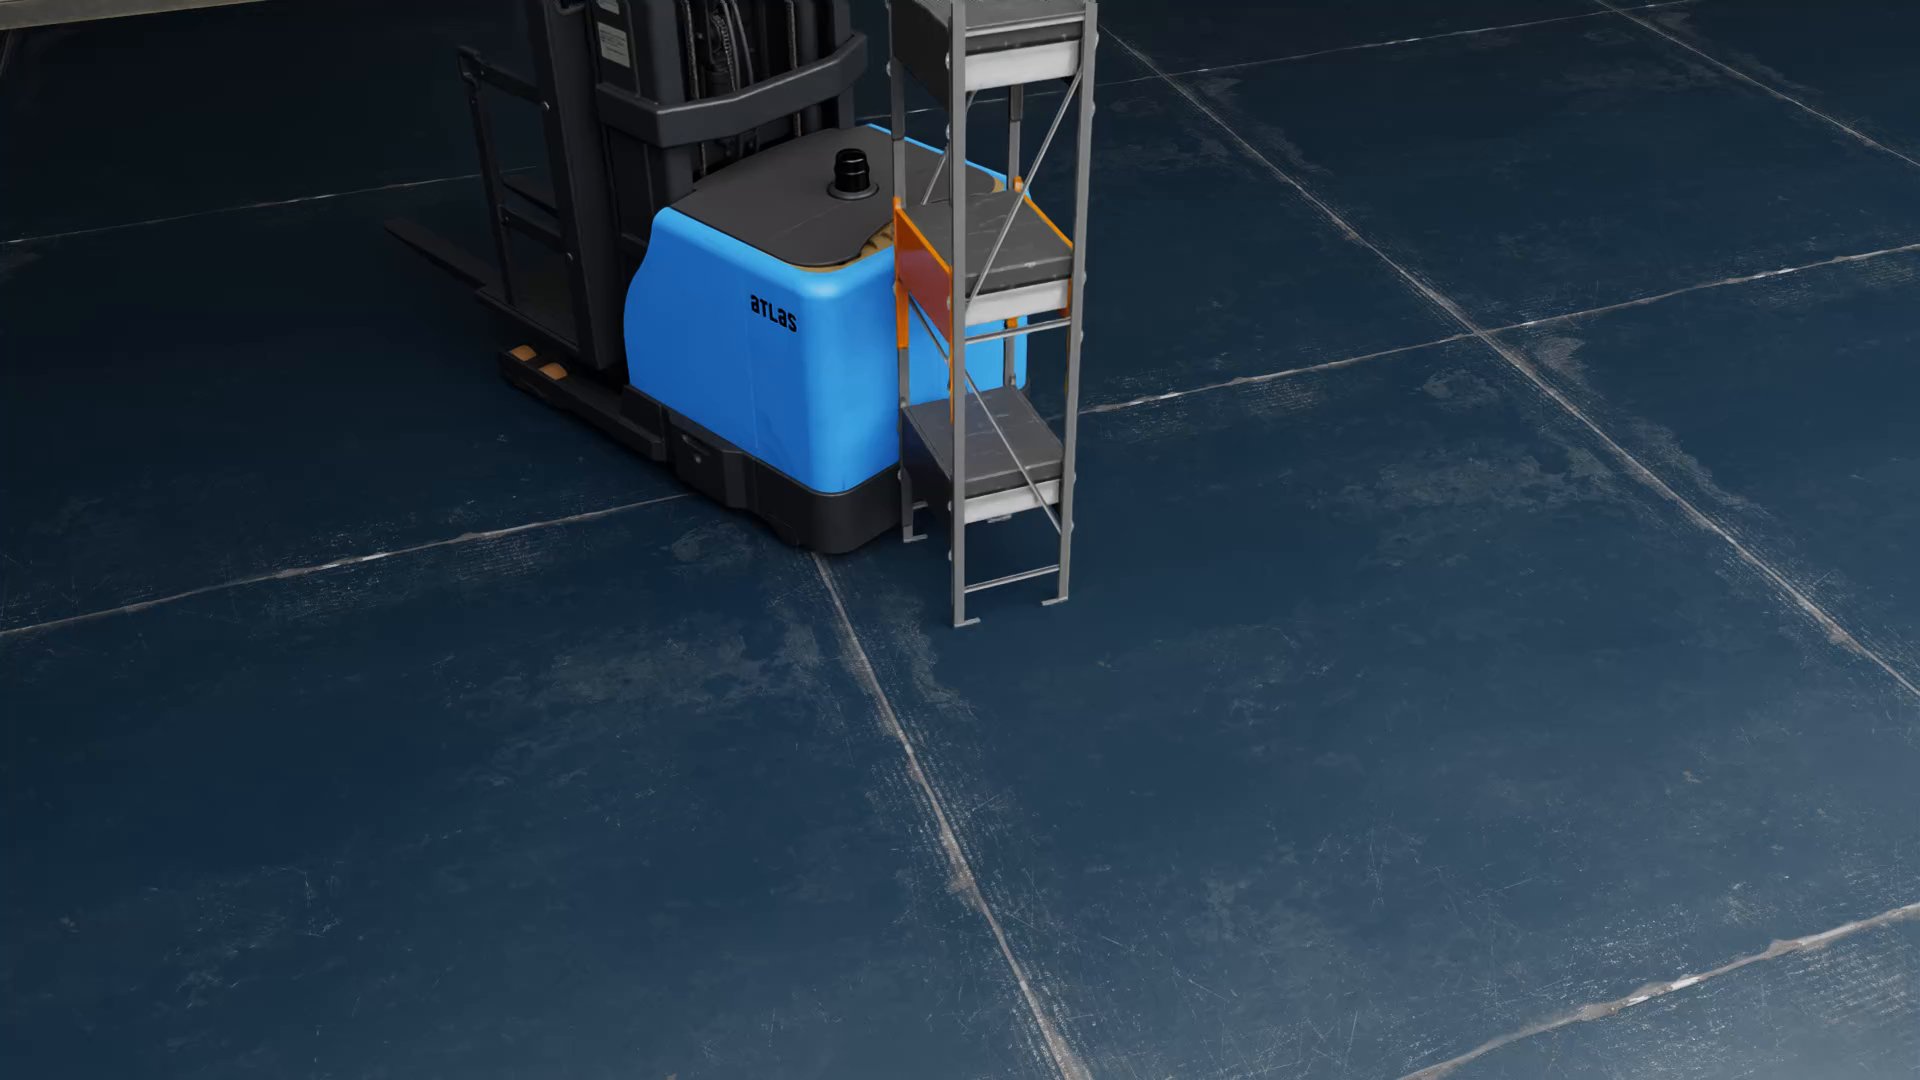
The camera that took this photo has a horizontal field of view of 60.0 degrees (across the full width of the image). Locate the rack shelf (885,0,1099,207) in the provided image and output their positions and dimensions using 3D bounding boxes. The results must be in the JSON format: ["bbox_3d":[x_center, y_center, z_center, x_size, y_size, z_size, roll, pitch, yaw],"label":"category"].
[{"bbox_3d":[0.078,-1.284,4.569,0.431,0.518,0.480,-13,39,-17],"label":"rack shelf"}]

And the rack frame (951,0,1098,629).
[{"bbox_3d":[0.166,-0.599,4.800,0.400,2.100,0.015,-13,39,-17],"label":"rack frame"}]

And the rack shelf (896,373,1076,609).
[{"bbox_3d":[0.078,-0.166,5.411,0.431,0.518,0.480,-13,39,-17],"label":"rack shelf"}]

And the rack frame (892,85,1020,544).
[{"bbox_3d":[-0.010,-0.873,5.163,0.400,2.100,0.015,-13,39,-17],"label":"rack frame"}]

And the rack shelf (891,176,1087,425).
[{"bbox_3d":[0.078,-0.725,4.990,0.431,0.518,0.480,-13,39,-17],"label":"rack shelf"}]

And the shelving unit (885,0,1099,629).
[{"bbox_3d":[0.078,-0.736,4.981,0.431,2.100,0.503,-13,39,-17],"label":"shelving unit"}]

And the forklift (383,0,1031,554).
[{"bbox_3d":[-1.168,-1.892,5.825,3.031,2.935,1.130,29,46,33],"label":"forklift"}]
